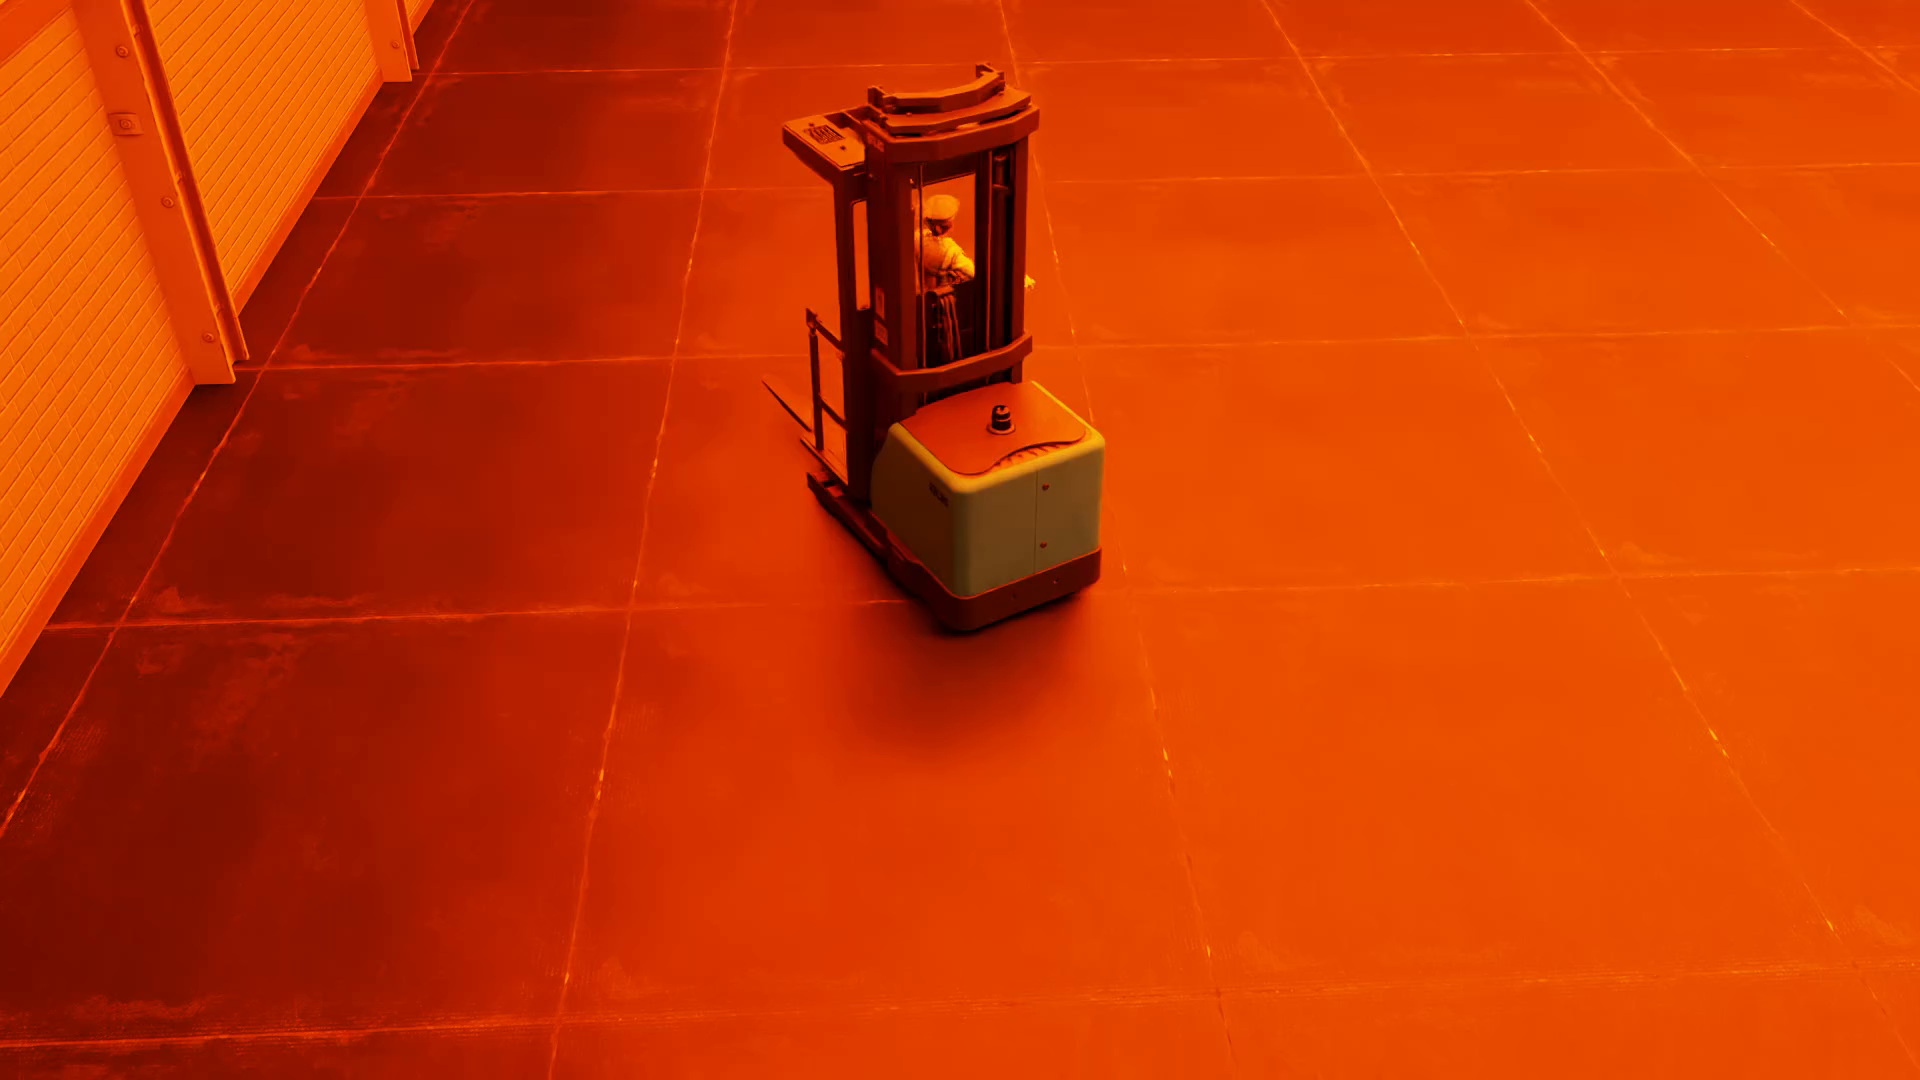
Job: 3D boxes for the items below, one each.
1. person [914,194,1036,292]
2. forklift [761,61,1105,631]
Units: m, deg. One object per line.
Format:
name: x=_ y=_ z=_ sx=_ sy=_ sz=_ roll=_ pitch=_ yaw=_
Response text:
person: x=0.021 y=-1.676 z=11.421 sx=0.776 sy=1.551 sz=0.675 roll=30 pitch=45 yaw=34
forklift: x=-0.341 y=-1.497 z=10.066 sx=1.130 sy=2.935 sz=3.031 roll=-19 pitch=40 yaw=-25
